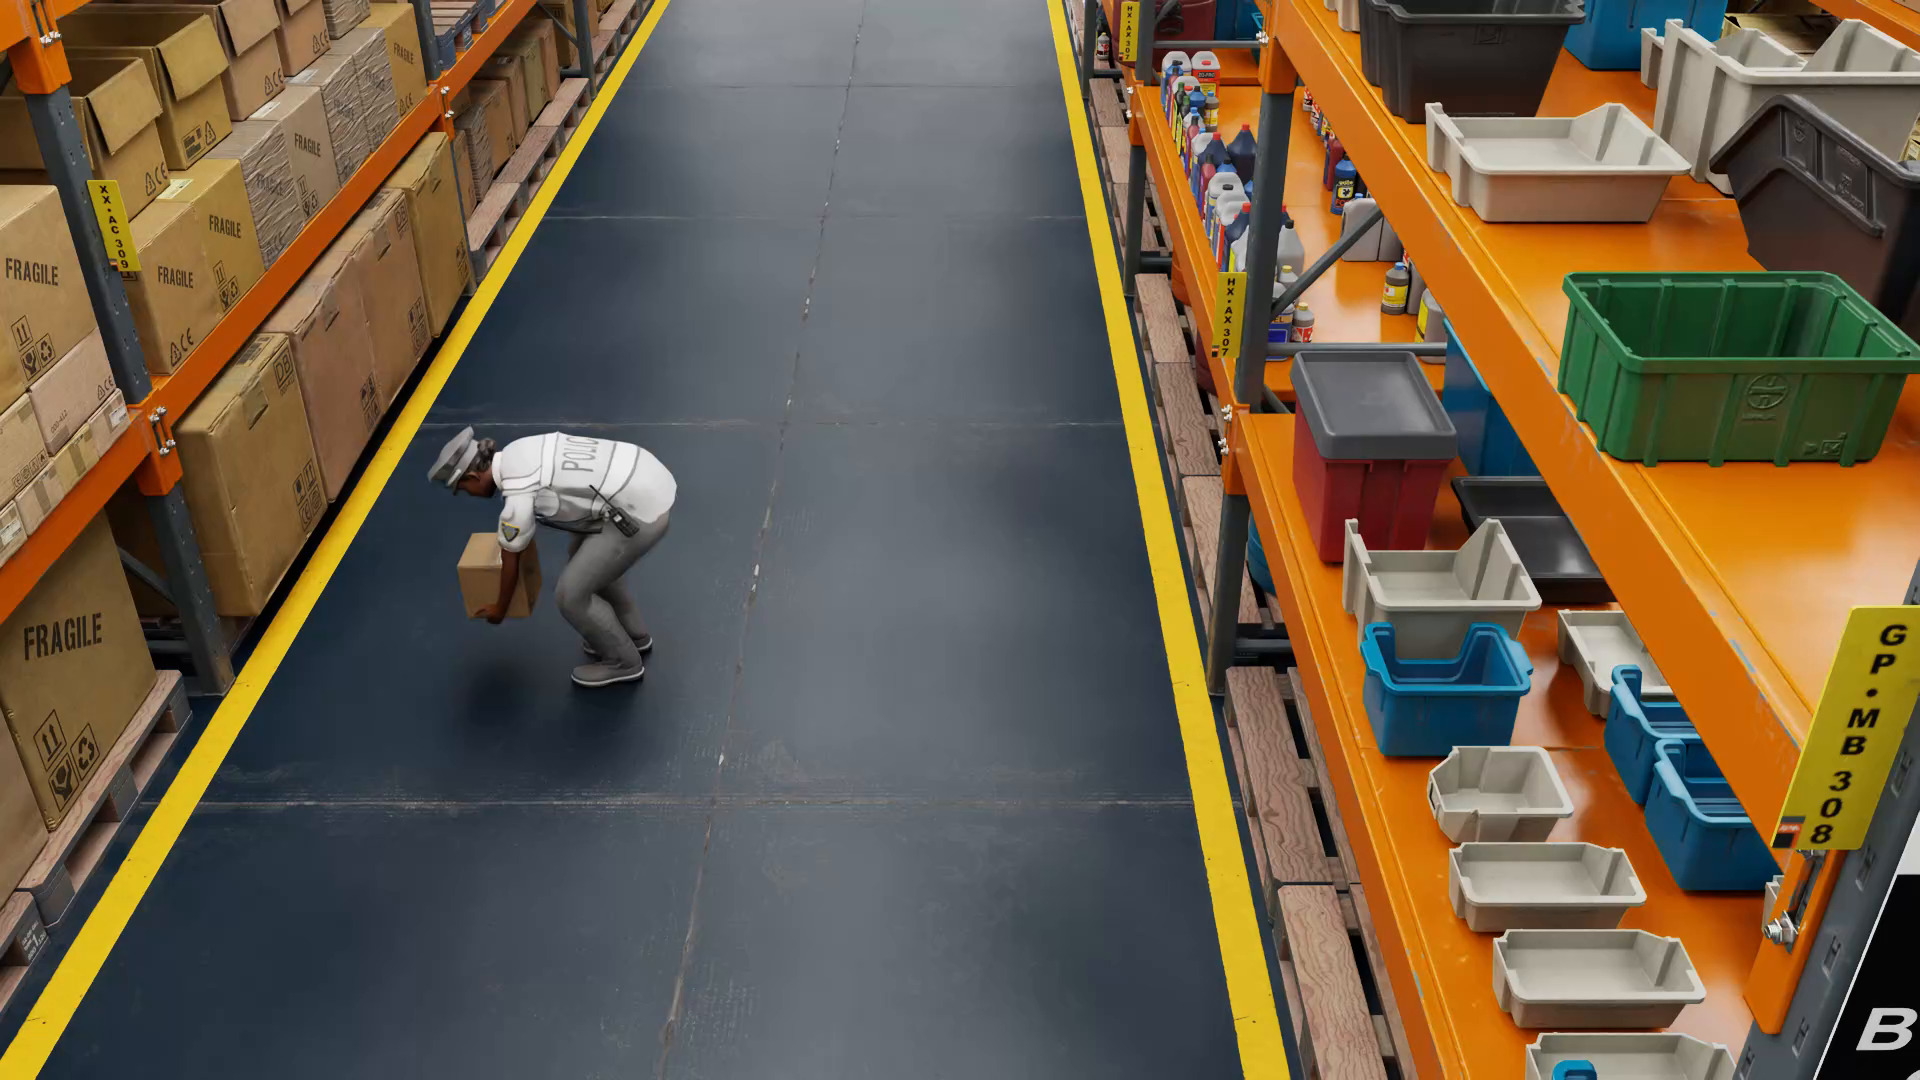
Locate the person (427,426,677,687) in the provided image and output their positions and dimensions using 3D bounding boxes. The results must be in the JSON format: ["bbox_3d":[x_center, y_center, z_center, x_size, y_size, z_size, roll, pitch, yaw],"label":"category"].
[{"bbox_3d":[-1.572,0.048,6.593,0.930,1.103,0.436,-2,32,-3],"label":"person"}]
